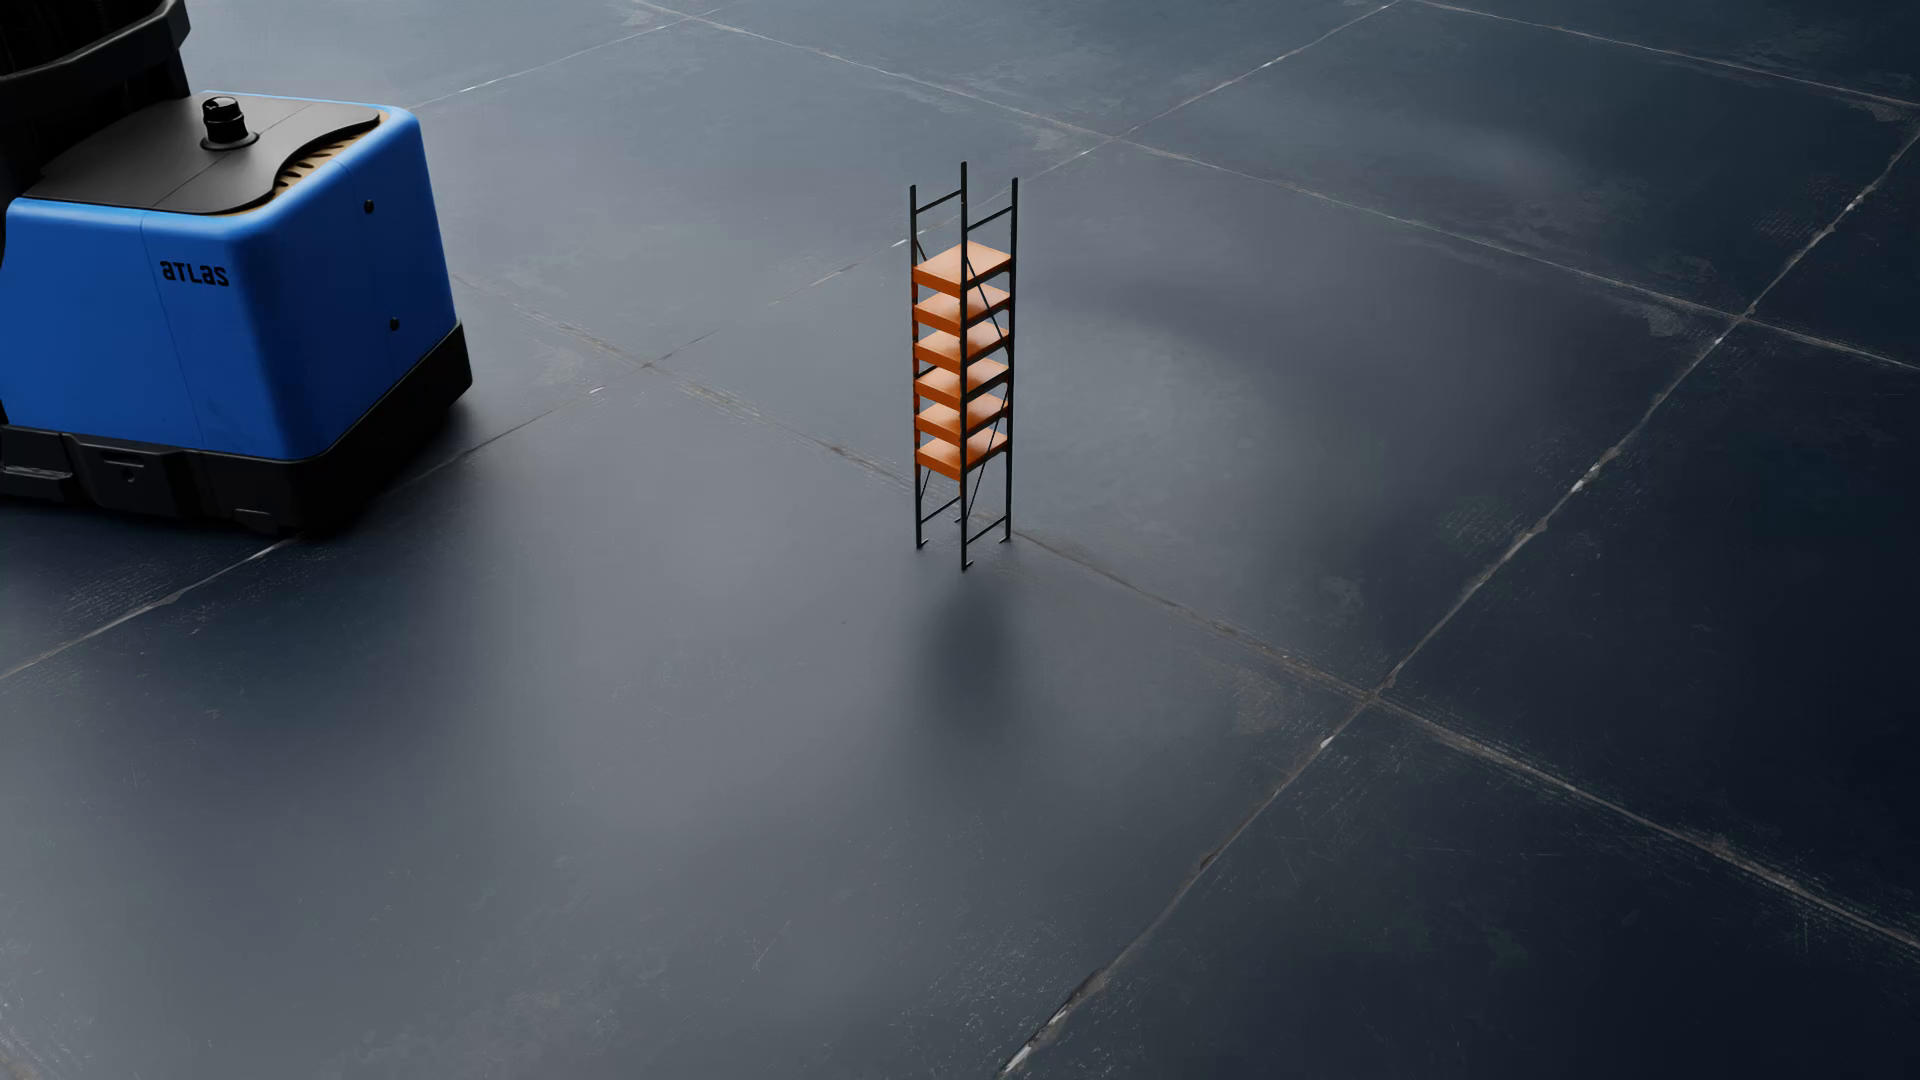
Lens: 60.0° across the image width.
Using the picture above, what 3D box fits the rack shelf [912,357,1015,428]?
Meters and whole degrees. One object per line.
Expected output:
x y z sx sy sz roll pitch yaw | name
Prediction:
0.011 -0.453 4.928 0.180 0.103 0.258 25 42 32 | rack shelf

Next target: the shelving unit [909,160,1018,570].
0.011 -0.489 4.903 0.189 1.200 0.258 25 42 32 | shelving unit

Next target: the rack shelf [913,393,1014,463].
0.011 -0.354 4.996 0.180 0.103 0.258 25 42 32 | rack shelf

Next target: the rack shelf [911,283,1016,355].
0.011 -0.651 4.792 0.180 0.103 0.258 25 42 32 | rack shelf

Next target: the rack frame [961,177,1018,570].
0.081 -0.456 4.854 0.006 1.200 0.240 25 42 32 | rack frame

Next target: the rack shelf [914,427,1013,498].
0.011 -0.255 5.064 0.180 0.103 0.258 25 42 32 | rack shelf

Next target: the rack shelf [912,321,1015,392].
0.011 -0.552 4.860 0.180 0.103 0.258 25 42 32 | rack shelf

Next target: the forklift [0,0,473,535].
-3.314 -1.652 5.067 3.031 2.935 1.130 7 35 11 | forklift

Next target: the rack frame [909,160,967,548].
-0.059 -0.523 4.951 0.006 1.200 0.240 25 42 32 | rack frame

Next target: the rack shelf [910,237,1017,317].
0.011 -0.749 4.724 0.180 0.103 0.258 25 42 32 | rack shelf
